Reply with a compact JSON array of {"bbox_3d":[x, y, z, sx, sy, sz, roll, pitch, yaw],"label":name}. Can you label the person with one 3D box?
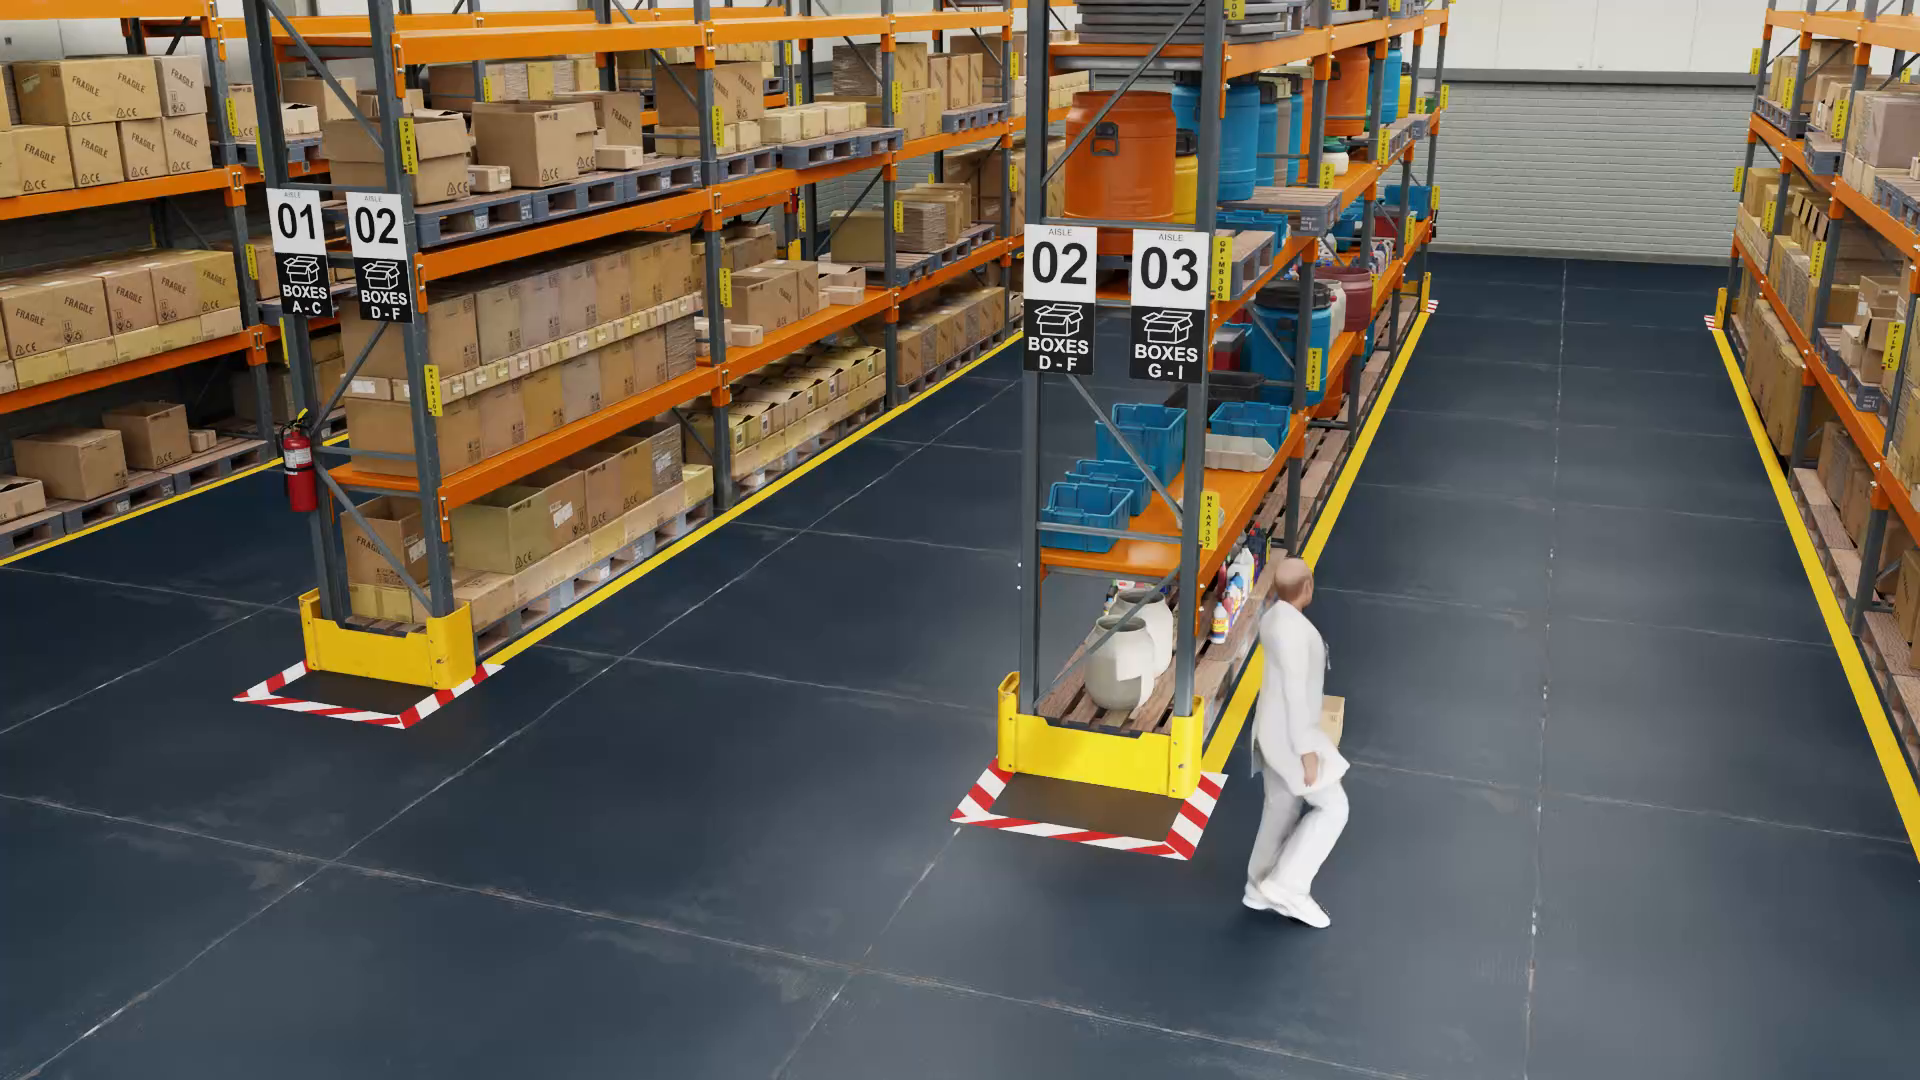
[{"bbox_3d":[1.647,0.973,8.098,0.466,1.766,0.693,0,18,1],"label":"person"}]
